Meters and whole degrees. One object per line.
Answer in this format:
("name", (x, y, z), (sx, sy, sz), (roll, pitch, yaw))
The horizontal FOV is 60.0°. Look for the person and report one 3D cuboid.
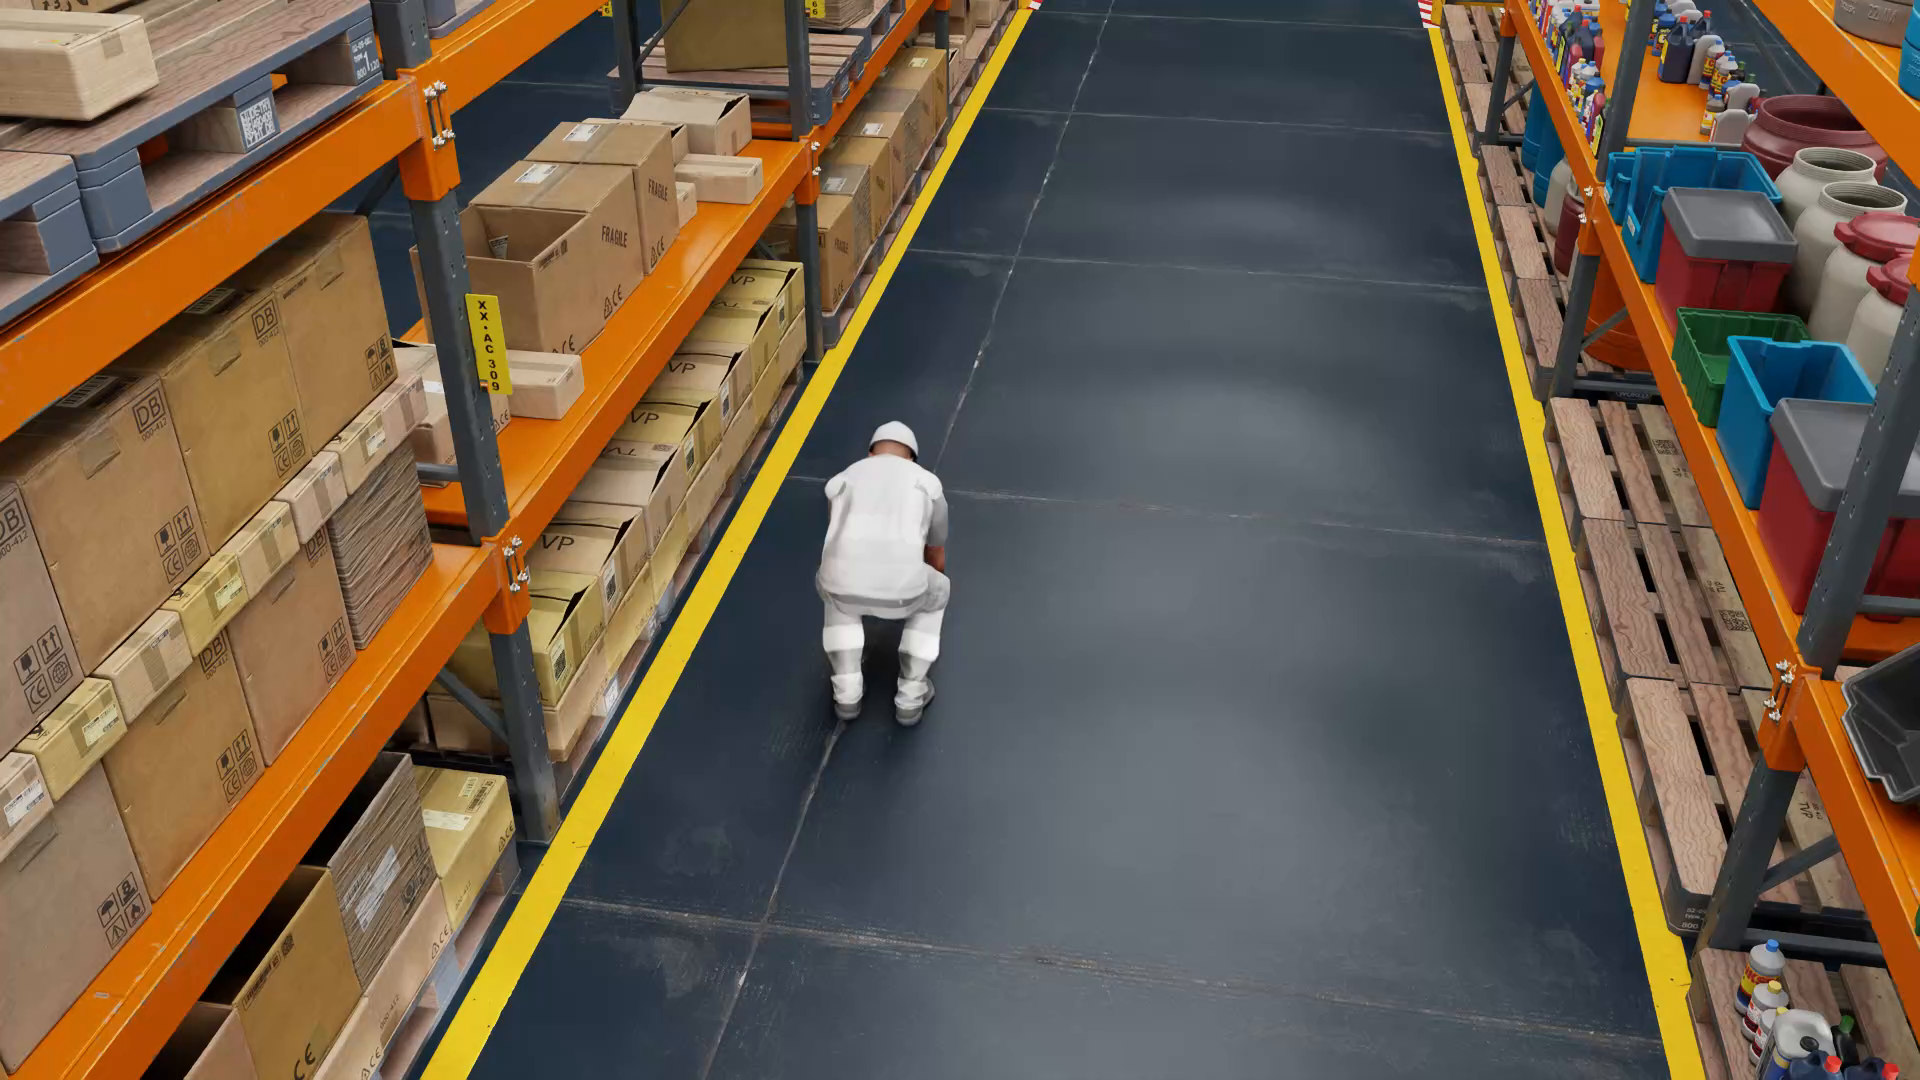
("person", (-0.292, 0.032, 6.586), (0.513, 1.230, 0.934), (4, 32, 6))
